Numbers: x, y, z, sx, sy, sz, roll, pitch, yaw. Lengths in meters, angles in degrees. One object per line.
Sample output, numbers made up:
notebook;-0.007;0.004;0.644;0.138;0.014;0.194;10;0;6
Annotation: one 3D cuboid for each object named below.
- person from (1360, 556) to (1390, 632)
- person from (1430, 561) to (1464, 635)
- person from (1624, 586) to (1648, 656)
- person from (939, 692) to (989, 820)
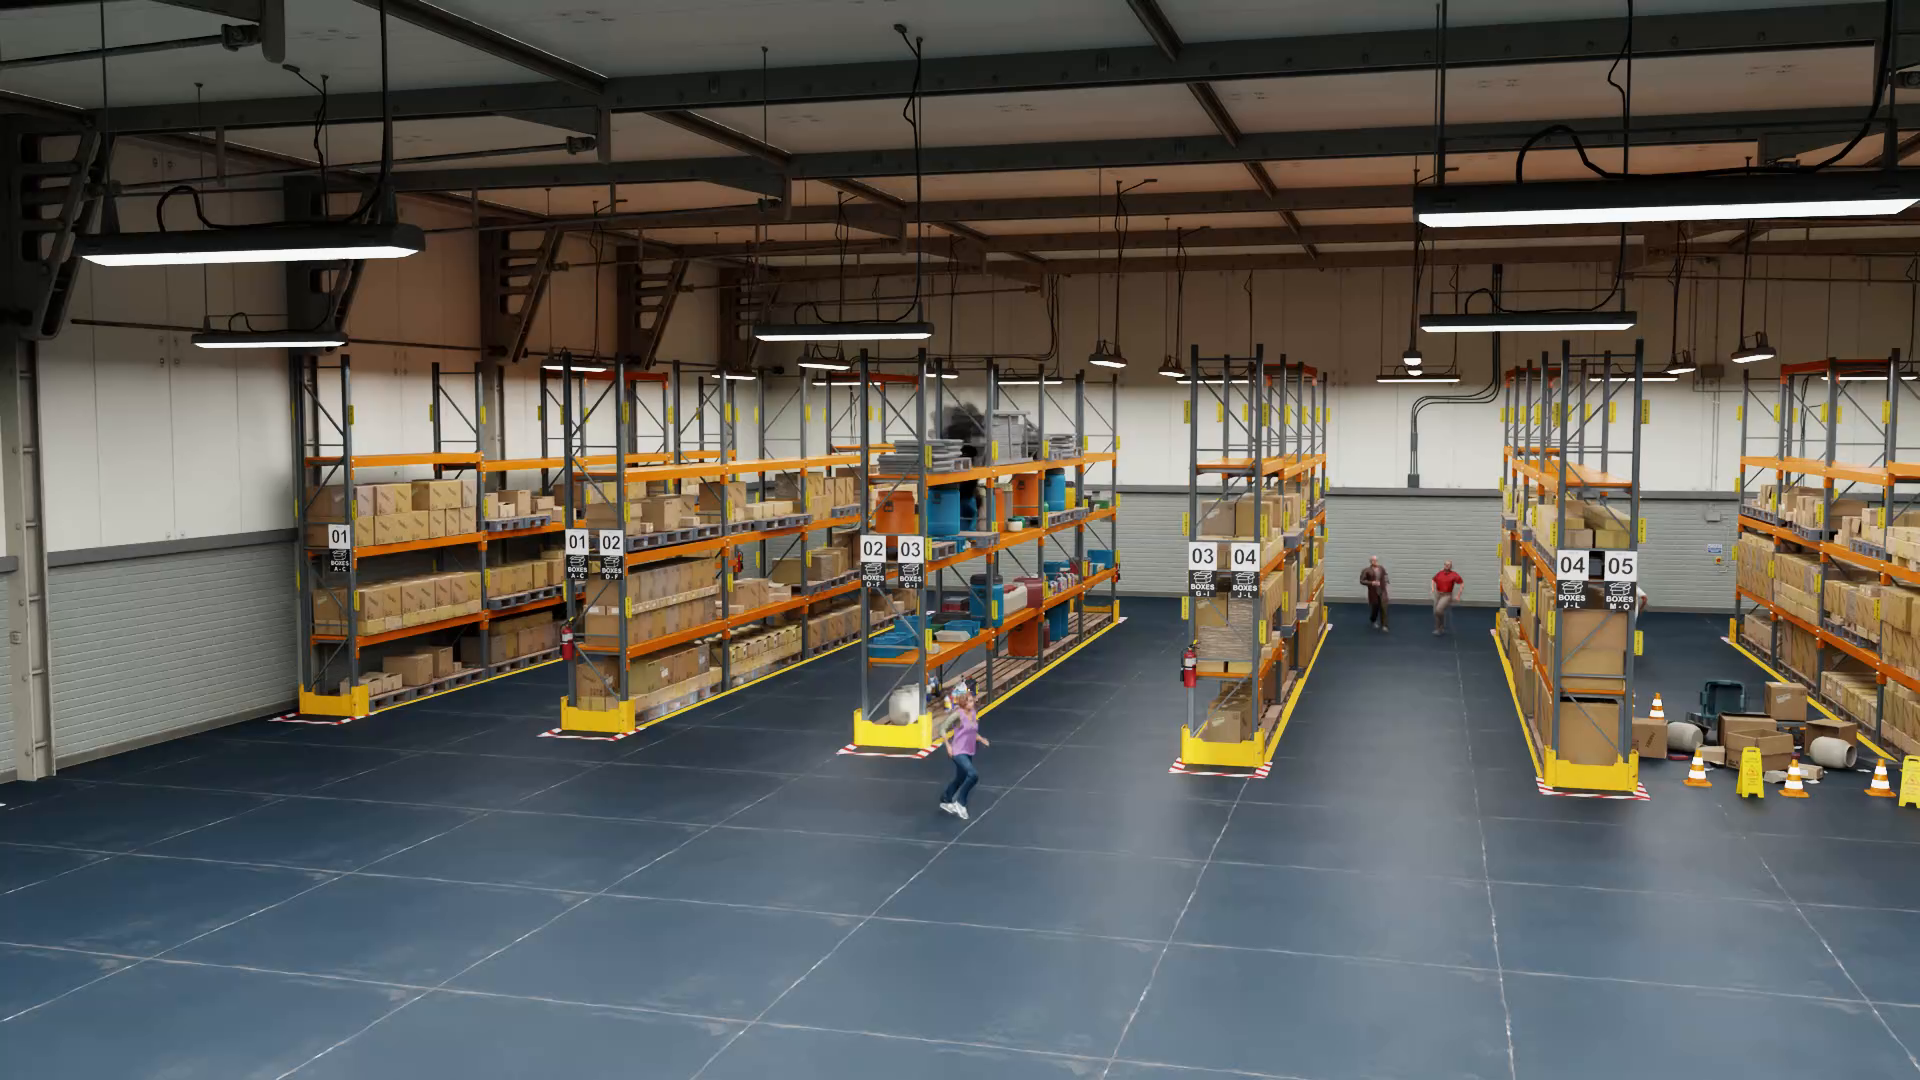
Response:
person;9.593;1.228;38.459;0.734;1.736;1.044;0;4;-5
person;11.027;1.331;37.929;0.608;1.725;0.712;-3;6;-39
person;13.782;1.551;34.404;0.632;1.818;0.713;0;4;-2
person;0.028;2.668;20.668;0.756;1.579;0.455;3;5;35
